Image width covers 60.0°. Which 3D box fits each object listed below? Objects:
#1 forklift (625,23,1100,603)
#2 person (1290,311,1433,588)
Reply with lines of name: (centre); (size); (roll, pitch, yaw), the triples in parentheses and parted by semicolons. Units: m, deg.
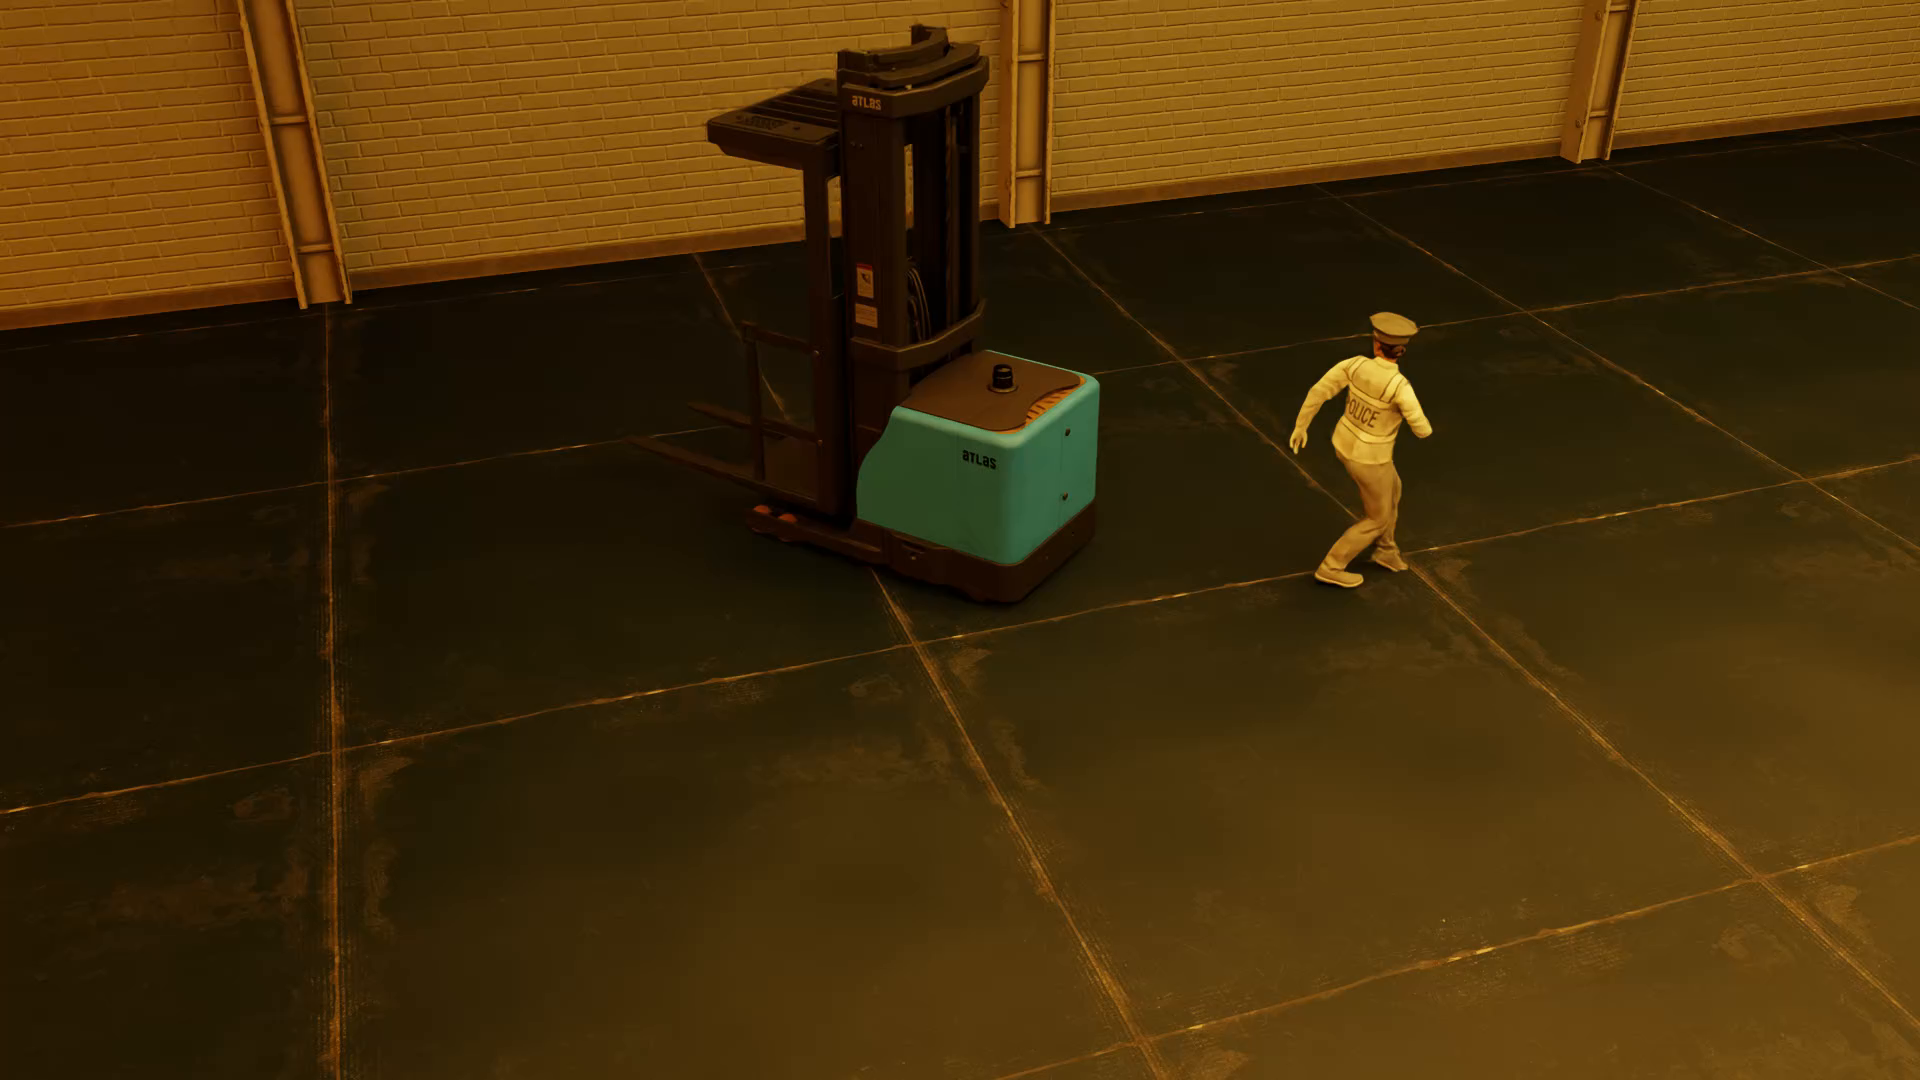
forklift: (-0.705, -1.464, 9.631); (3.031, 2.935, 1.130); (18, 34, 28)
person: (2.283, -0.461, 9.281); (0.784, 1.664, 0.549); (-9, 31, -15)
